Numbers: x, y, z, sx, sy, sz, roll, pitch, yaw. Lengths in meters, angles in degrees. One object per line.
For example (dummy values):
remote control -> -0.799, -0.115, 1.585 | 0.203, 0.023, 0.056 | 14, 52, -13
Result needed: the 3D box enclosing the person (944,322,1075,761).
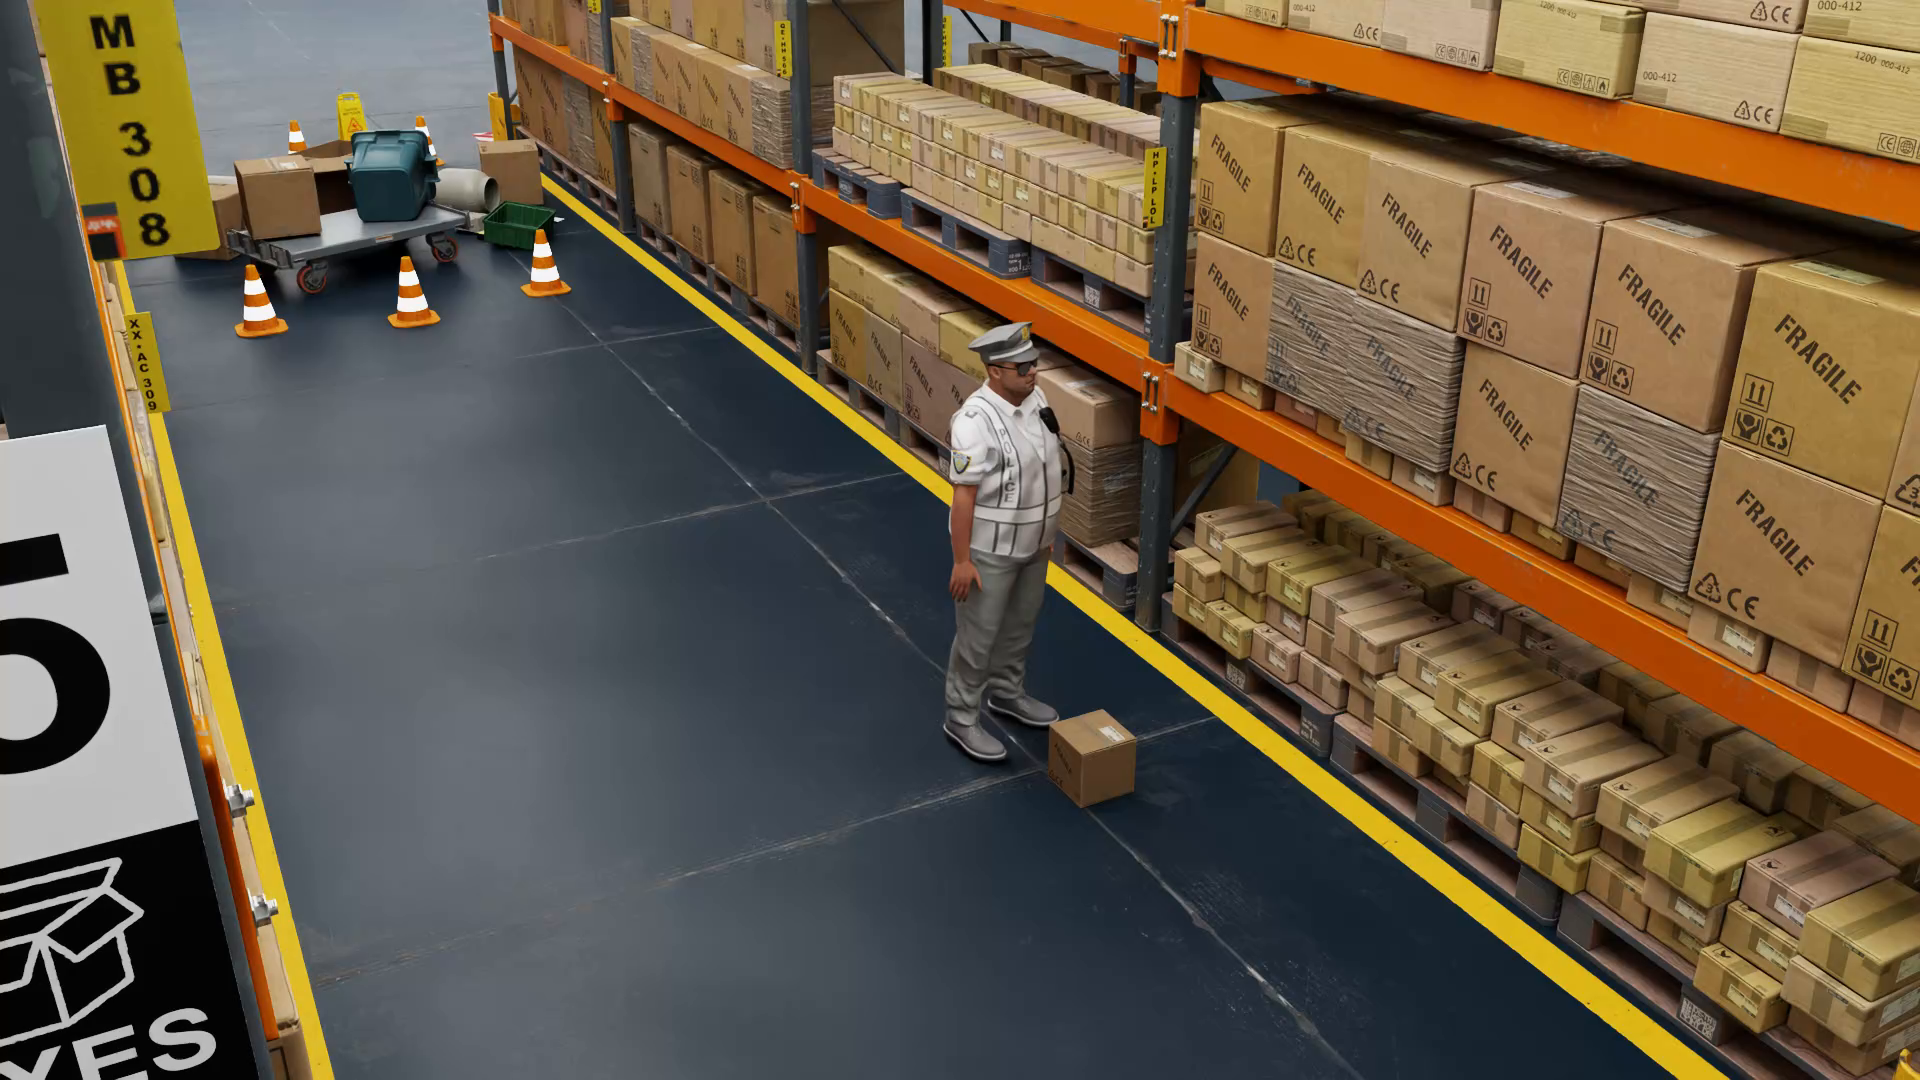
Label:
person -> 0.177, -0.009, 6.548 | 0.400, 1.773, 0.588 | 21, 33, 37
